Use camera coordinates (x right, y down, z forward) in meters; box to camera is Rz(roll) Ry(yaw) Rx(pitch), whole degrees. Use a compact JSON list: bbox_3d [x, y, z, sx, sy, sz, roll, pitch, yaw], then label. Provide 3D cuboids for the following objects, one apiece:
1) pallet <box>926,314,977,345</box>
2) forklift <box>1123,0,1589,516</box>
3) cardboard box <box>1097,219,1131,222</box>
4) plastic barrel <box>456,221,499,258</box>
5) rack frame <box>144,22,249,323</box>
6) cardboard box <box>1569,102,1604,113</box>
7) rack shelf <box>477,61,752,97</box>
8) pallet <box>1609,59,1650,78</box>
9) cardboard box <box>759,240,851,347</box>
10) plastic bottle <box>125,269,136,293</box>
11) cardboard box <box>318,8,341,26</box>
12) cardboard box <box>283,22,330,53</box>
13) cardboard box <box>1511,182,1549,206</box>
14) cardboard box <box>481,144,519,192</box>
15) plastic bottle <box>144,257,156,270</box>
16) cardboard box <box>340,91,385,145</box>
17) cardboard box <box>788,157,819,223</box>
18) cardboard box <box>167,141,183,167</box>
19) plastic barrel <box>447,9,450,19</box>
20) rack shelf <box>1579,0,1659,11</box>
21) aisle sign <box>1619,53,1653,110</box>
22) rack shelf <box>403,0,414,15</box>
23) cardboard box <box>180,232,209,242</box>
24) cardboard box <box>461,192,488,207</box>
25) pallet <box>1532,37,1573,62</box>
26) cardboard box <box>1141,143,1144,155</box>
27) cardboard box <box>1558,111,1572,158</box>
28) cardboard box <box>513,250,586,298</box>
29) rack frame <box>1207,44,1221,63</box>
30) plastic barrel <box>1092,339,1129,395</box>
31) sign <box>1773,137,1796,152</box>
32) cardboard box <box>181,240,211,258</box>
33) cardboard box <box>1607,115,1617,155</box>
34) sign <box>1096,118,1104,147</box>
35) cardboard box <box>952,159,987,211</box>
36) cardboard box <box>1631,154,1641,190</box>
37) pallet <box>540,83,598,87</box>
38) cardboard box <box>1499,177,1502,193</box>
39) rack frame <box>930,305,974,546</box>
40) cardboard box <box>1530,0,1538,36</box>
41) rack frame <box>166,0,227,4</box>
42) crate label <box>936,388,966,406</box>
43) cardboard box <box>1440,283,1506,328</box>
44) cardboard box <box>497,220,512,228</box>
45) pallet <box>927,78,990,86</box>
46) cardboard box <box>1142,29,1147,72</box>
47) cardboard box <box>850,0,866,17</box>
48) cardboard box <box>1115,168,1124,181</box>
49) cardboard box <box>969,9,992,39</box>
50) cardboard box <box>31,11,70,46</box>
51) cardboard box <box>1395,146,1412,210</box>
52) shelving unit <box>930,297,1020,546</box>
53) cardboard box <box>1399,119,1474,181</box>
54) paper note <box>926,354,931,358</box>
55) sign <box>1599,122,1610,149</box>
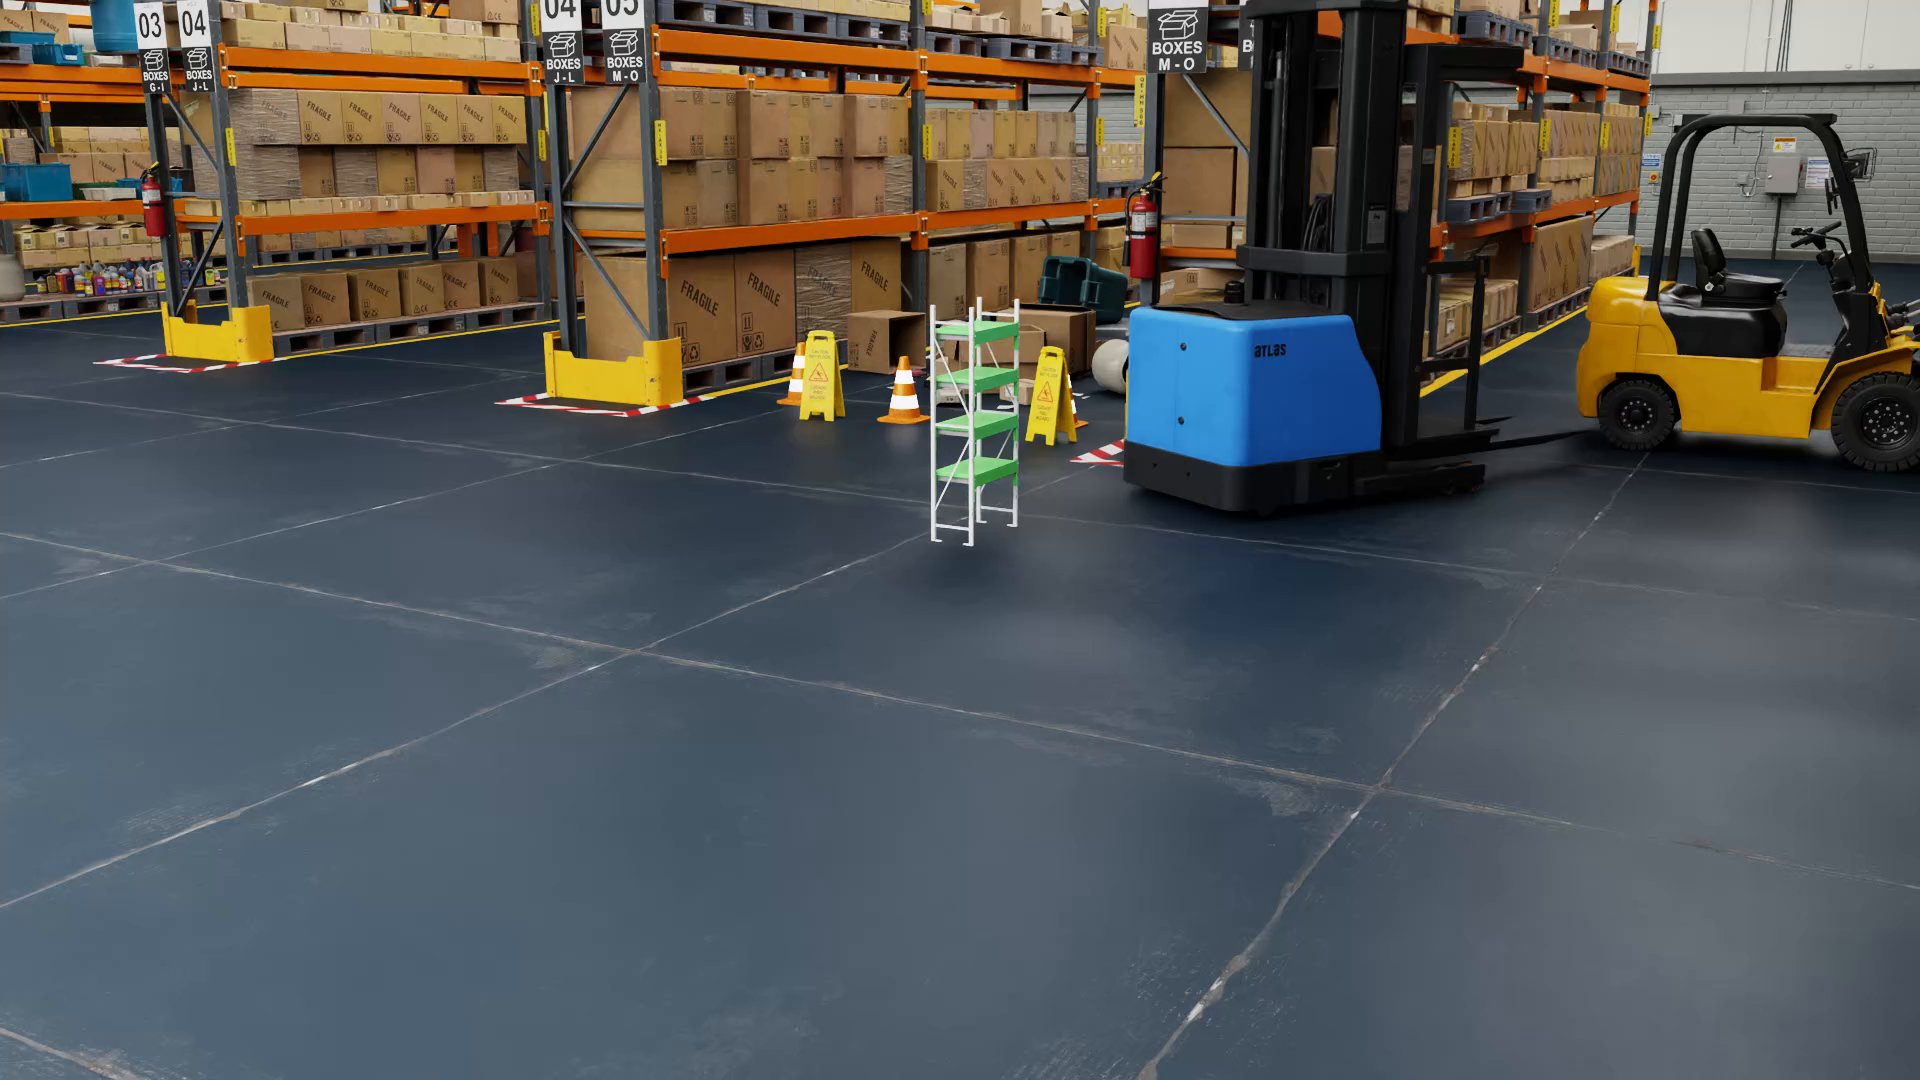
[{"bbox_3d":[-0.491,-2.221,17.294,1.003,0.211,1.213,7,15,28],"label":"pallet"},{"bbox_3d":[2.478,-1.784,9.680,3.031,2.935,1.130,-8,16,-30],"label":"forklift"},{"bbox_3d":[1.975,-4.069,21.848,0.500,0.250,0.500,8,16,30],"label":"cardboard box"},{"bbox_3d":[-7.271,-4.625,25.053,0.600,0.830,0.708,7,15,28],"label":"plastic barrel"},{"bbox_3d":[-7.024,-3.171,15.288,1.000,3.000,0.127,7,15,28],"label":"rack frame"},{"bbox_3d":[7.832,-5.396,20.785,0.380,0.149,0.250,7,15,27],"label":"cardboard box"},{"bbox_3d":[-4.124,-5.511,20.127,1.077,0.370,4.000,7,15,28],"label":"rack shelf"},{"bbox_3d":[9.036,-6.593,23.269,1.003,0.211,1.213,7,15,28],"label":"pallet"},{"bbox_3d":[-1.595,-2.274,15.204,0.875,0.875,0.875,8,15,28],"label":"cardboard box"},{"bbox_3d":[-9.899,-3.089,19.830,0.097,0.271,0.097,0,14,0],"label":"plastic bottle"},{"bbox_3d":[-6.150,-4.986,15.884,0.380,0.149,0.250,7,15,28],"label":"cardboard box"},{"bbox_3d":[-6.321,-4.733,15.684,0.500,0.250,0.500,7,15,27],"label":"cardboard box"},{"bbox_3d":[5.975,-3.689,17.755,0.500,0.250,0.500,7,15,27],"label":"cardboard box"},{"bbox_3d":[-5.362,-4.100,18.292,0.875,0.500,0.500,7,15,28],"label":"cardboard box"},{"bbox_3d":[-10.054,-3.344,20.719,0.144,0.351,0.185,7,15,28],"label":"plastic bottle"},{"bbox_3d":[-6.032,-4.137,16.313,0.500,0.500,0.500,7,15,28],"label":"cardboard box"},{"bbox_3d":[-1.744,-3.072,14.557,0.875,0.550,0.500,7,15,28],"label":"cardboard box"},{"bbox_3d":[-14.722,-7.189,31.061,0.500,0.500,0.500,7,15,28],"label":"cardboard box"},{"bbox_3d":[-7.216,-7.361,24.454,0.600,0.830,0.708,7,15,28],"label":"plastic barrel"},{"bbox_3d":[8.419,-7.293,21.973,1.077,0.370,4.000,7,15,28],"label":"rack shelf"},{"bbox_3d":[9.692,-6.575,23.858,0.394,0.787,0.004,7,15,28],"label":"aisle sign"},{"bbox_3d":[-8.460,-7.336,22.150,1.077,0.370,4.000,7,15,28],"label":"rack shelf"},{"bbox_3d":[-12.110,-4.833,25.955,0.500,0.311,0.500,7,15,27],"label":"cardboard box"},{"bbox_3d":[-5.263,-3.634,17.742,0.380,0.149,0.250,7,15,28],"label":"cardboard box"},{"bbox_3d":[5.783,-5.194,17.682,1.213,0.211,1.003,8,16,31],"label":"pallet"},{"bbox_3d":[2.163,-4.944,21.011,0.380,0.149,0.250,8,16,30],"label":"cardboard box"},{"bbox_3d":[6.465,-4.505,18.474,0.500,0.500,0.500,8,16,30],"label":"cardboard box"},{"bbox_3d":[-4.775,-3.114,19.446,0.700,0.500,0.500,6,15,24],"label":"cardboard box"},{"bbox_3d":[3.070,-7.967,22.380,1.000,3.000,0.127,7,15,28],"label":"rack frame"},{"bbox_3d":[1.324,-1.391,13.402,0.421,0.421,0.512,-5,14,-20],"label":"plastic barrel"},{"bbox_3d":[13.911,-6.673,28.050,0.339,0.242,0.001,7,15,28],"label":"sign"},{"bbox_3d":[-12.114,-4.562,26.025,0.500,0.250,0.500,7,15,27],"label":"cardboard box"},{"bbox_3d":[8.144,-5.218,21.432,0.500,0.500,0.500,7,15,27],"label":"cardboard box"},{"bbox_3d":[1.623,-4.731,19.285,0.100,0.325,0.005,7,15,28],"label":"sign"},{"bbox_3d":[-0.064,-3.639,17.014,0.500,0.500,0.500,8,15,28],"label":"cardboard box"},{"bbox_3d":[9.384,-5.251,23.700,0.500,0.500,0.500,7,15,28],"label":"cardboard box"},{"bbox_3d":[-6.398,-7.156,25.819,1.003,0.211,1.213,7,15,28],"label":"pallet"},{"bbox_3d":[4.886,-3.351,15.674,0.380,0.149,0.250,7,15,26],"label":"cardboard box"},{"bbox_3d":[-0.038,-0.567,8.326,0.240,1.200,0.015,7,15,28],"label":"rack frame"},{"bbox_3d":[5.830,-5.625,17.958,0.700,0.500,0.500,7,15,25],"label":"cardboard box"},{"bbox_3d":[-9.427,-7.470,20.317,1.000,3.000,0.127,7,15,28],"label":"rack frame"},{"bbox_3d":[-0.081,-1.116,12.869,0.250,0.136,0.298,0,14,-1],"label":"crate label"},{"bbox_3d":[4.886,-2.349,16.590,0.950,0.372,0.625,7,15,27],"label":"cardboard box"},{"bbox_3d":[-8.990,-6.143,32.001,0.797,0.503,0.637,7,15,28],"label":"cardboard box"},{"bbox_3d":[-0.228,-7.464,26.885,1.003,0.211,1.213,7,15,28],"label":"pallet"},{"bbox_3d":[2.118,-6.030,20.534,0.500,0.500,0.500,7,15,28],"label":"cardboard box"},{"bbox_3d":[-1.063,-4.730,14.779,0.380,0.149,0.250,7,15,28],"label":"cardboard box"},{"bbox_3d":[1.789,-4.491,20.403,0.380,0.149,0.250,8,16,31],"label":"cardboard box"},{"bbox_3d":[0.103,-5.566,17.901,0.500,0.311,0.500,7,15,27],"label":"cardboard box"},{"bbox_3d":[-13.173,-7.311,23.882,0.500,0.500,0.500,9,16,33],"label":"cardboard box"},{"bbox_3d":[3.098,-2.730,12.608,0.500,0.500,0.500,8,16,30],"label":"cardboard box"},{"bbox_3d":[0.080,-0.617,8.534,0.258,1.200,0.503,7,15,28],"label":"shelving unit"},{"bbox_3d":[4.062,-3.330,14.203,0.500,0.500,0.500,8,16,29],"label":"cardboard box"},{"bbox_3d":[-0.330,-1.726,15.625,0.147,0.020,0.142,-3,14,-11],"label":"paper note"},{"bbox_3d":[7.931,-4.975,20.470,0.100,0.325,0.005,7,15,28],"label":"sign"}]
